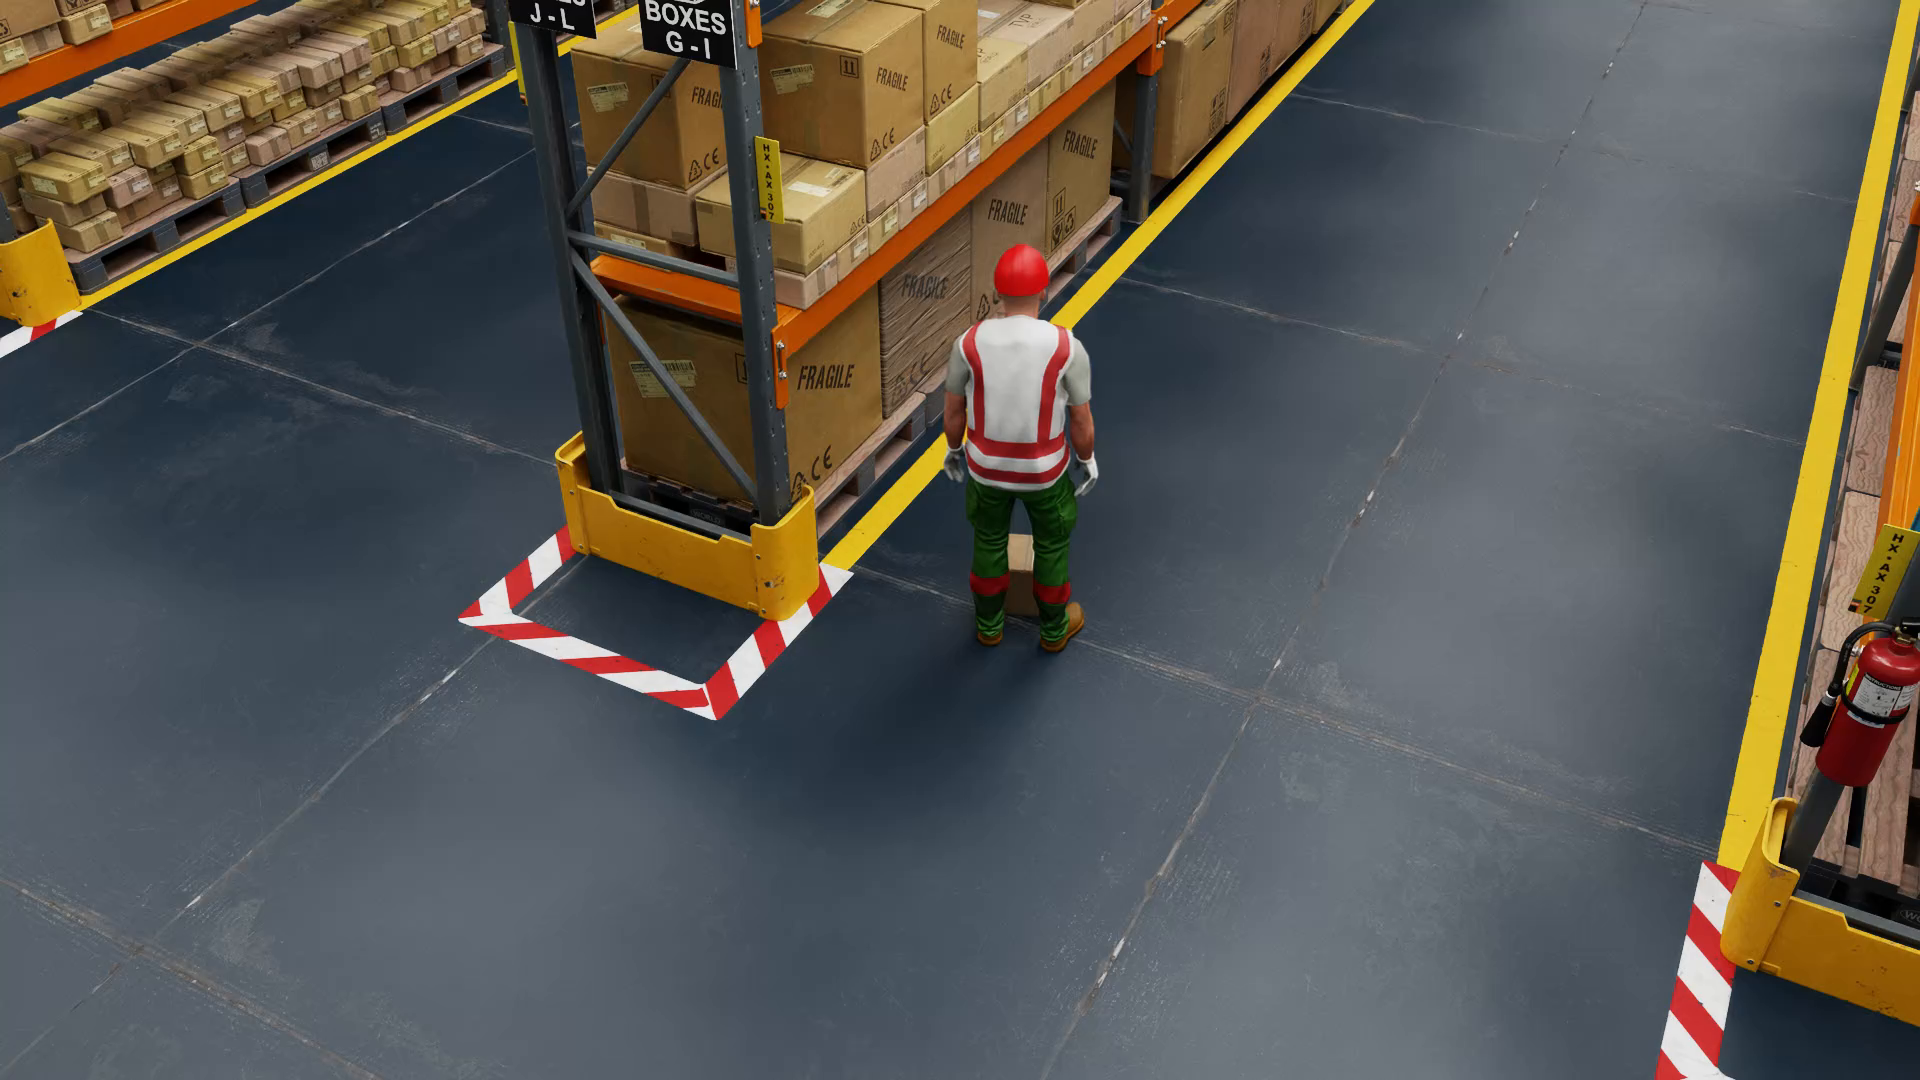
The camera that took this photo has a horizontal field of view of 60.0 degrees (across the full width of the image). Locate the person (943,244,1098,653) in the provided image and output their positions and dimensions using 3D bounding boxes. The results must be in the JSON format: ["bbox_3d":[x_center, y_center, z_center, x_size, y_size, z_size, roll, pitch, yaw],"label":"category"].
[{"bbox_3d":[0.237,-0.320,6.554,0.620,1.779,0.454,7,38,9],"label":"person"}]
